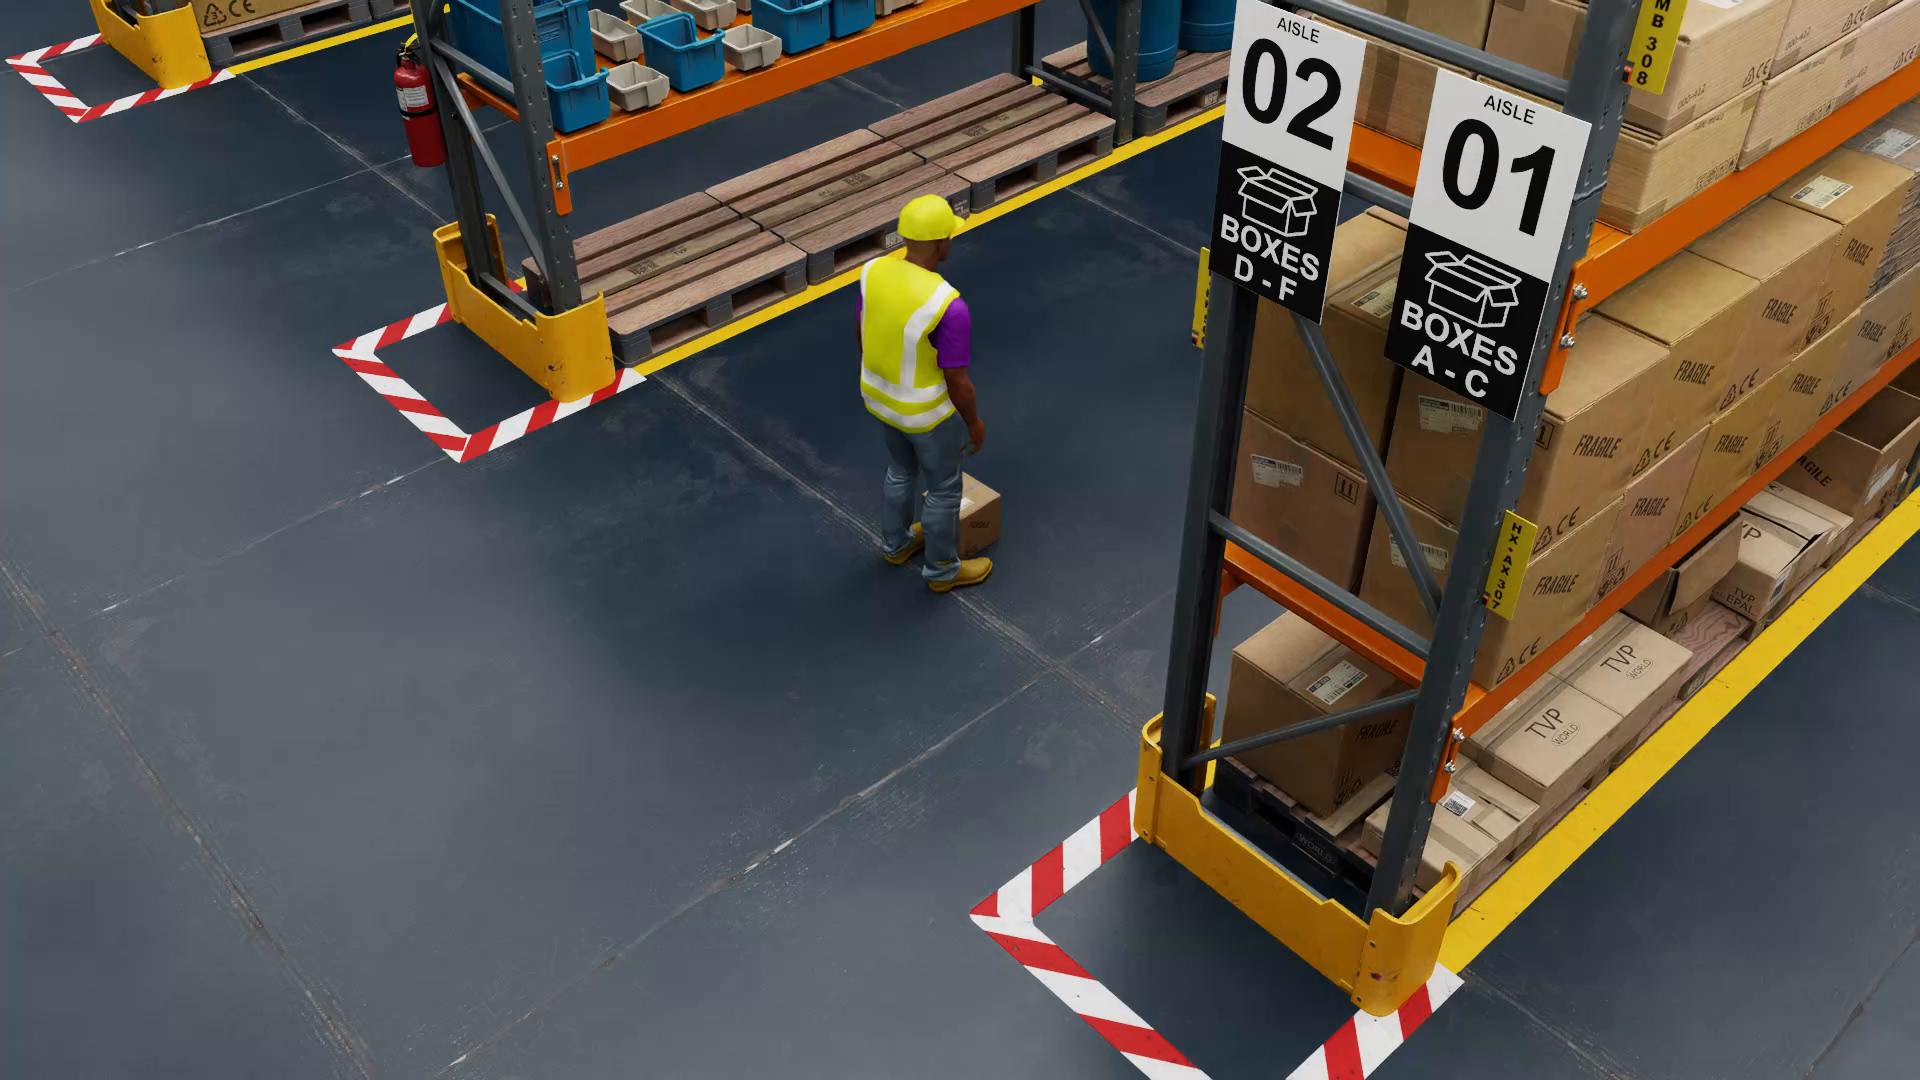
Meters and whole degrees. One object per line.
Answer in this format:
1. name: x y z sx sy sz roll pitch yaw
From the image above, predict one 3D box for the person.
1. person: -0.155 -0.588 6.853 0.460 1.760 0.637 -32 49 -32
